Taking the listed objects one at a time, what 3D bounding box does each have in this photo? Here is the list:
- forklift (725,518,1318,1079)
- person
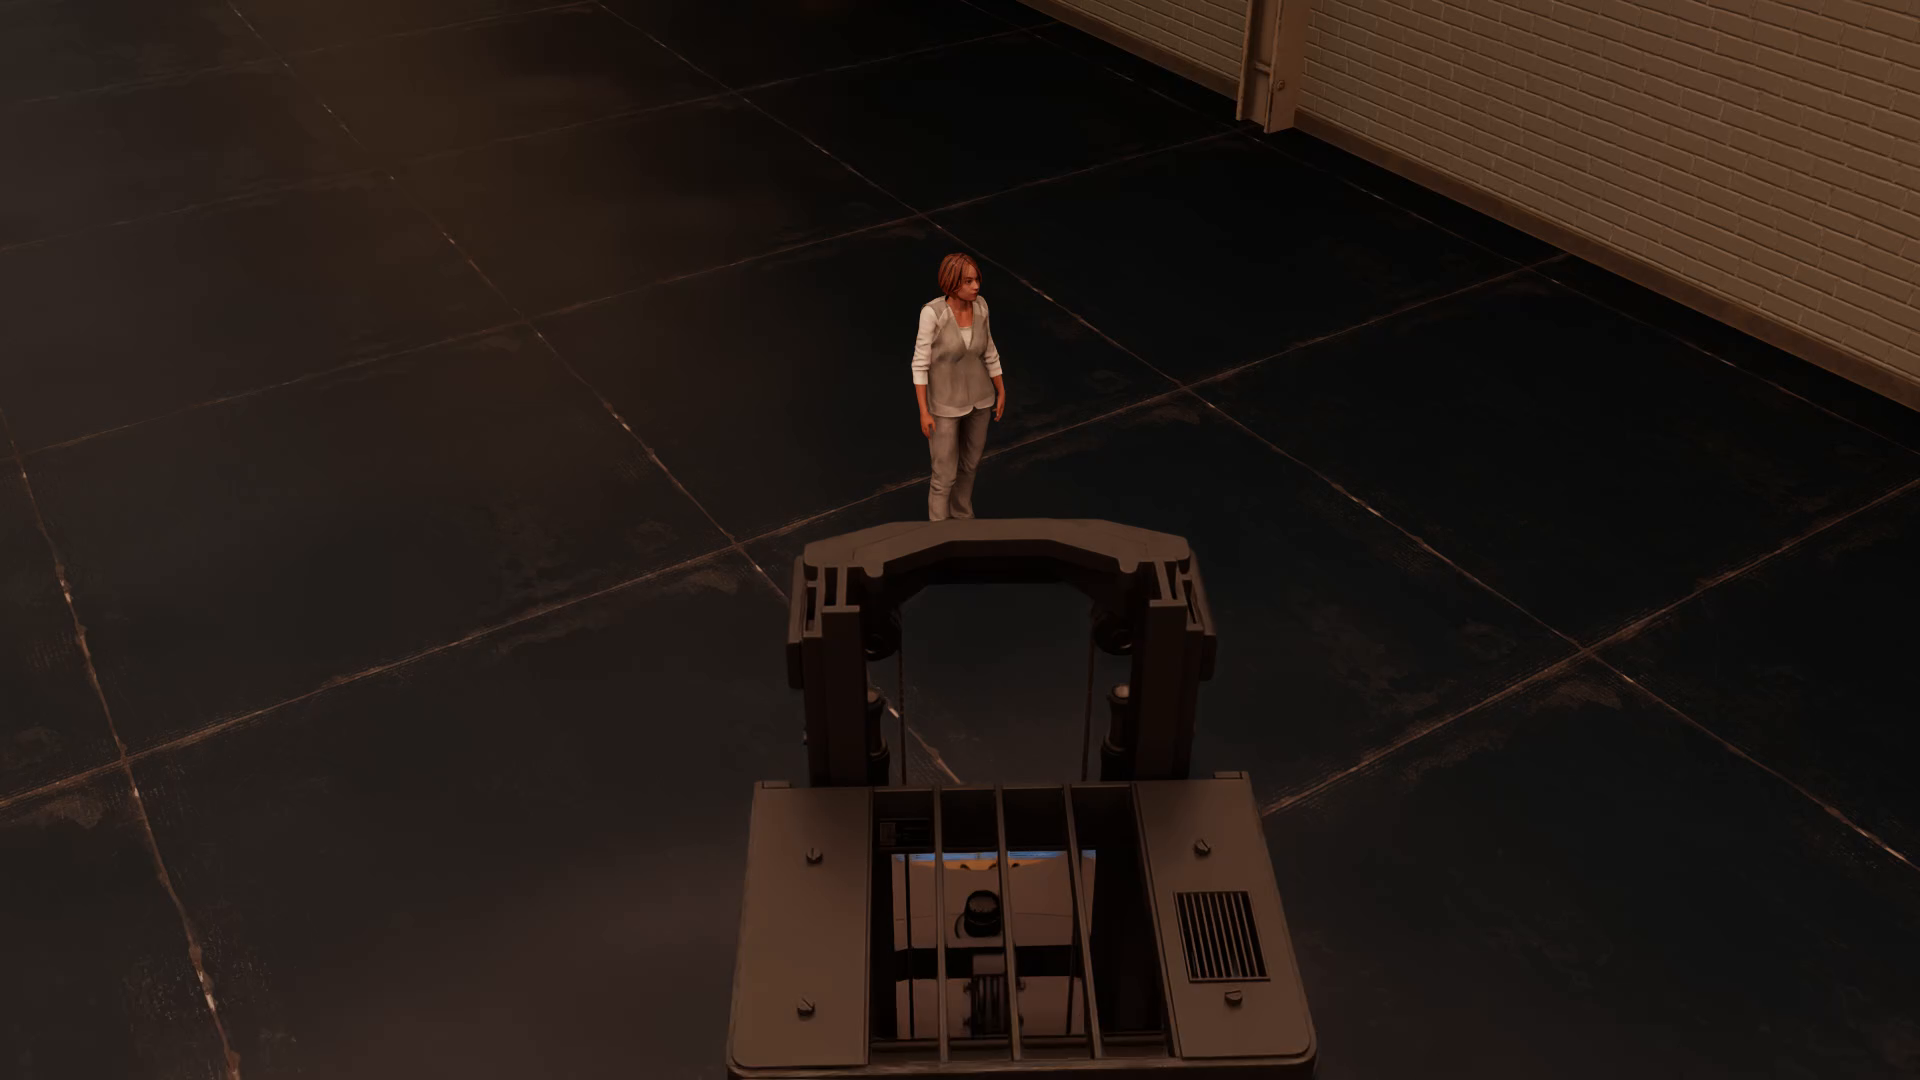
[{"bbox_3d":[0.103,1.531,3.969,1.130,2.935,3.031,-1,35,-1],"label":"forklift"},{"bbox_3d":[0.029,-0.619,8.176,0.520,1.599,0.473,-21,40,-27],"label":"person"}]
